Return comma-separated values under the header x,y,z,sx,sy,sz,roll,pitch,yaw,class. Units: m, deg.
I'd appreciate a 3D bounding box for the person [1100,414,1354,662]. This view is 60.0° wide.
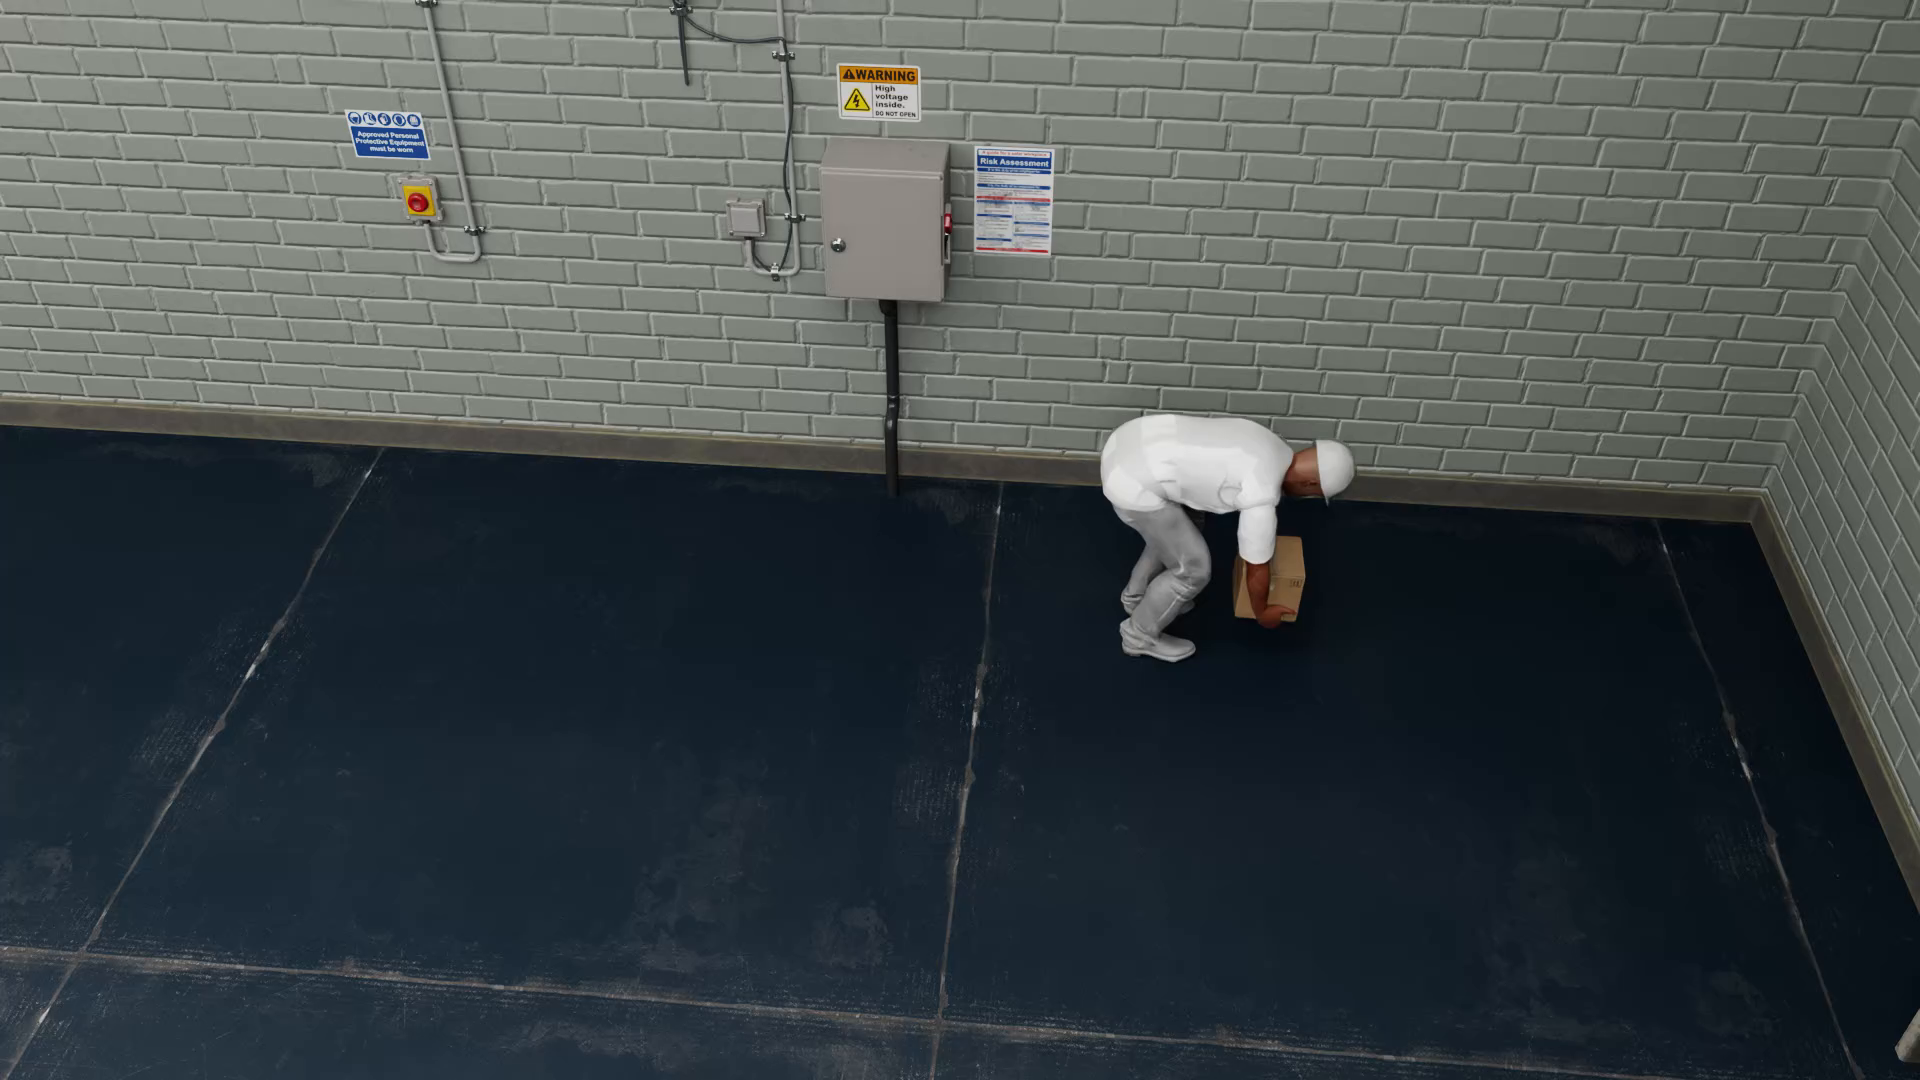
x,y,z,sx,sy,sz,roll,pitch,yaw,class
1.043,-0.024,6.711,0.982,1.064,0.482,2,40,2,person
